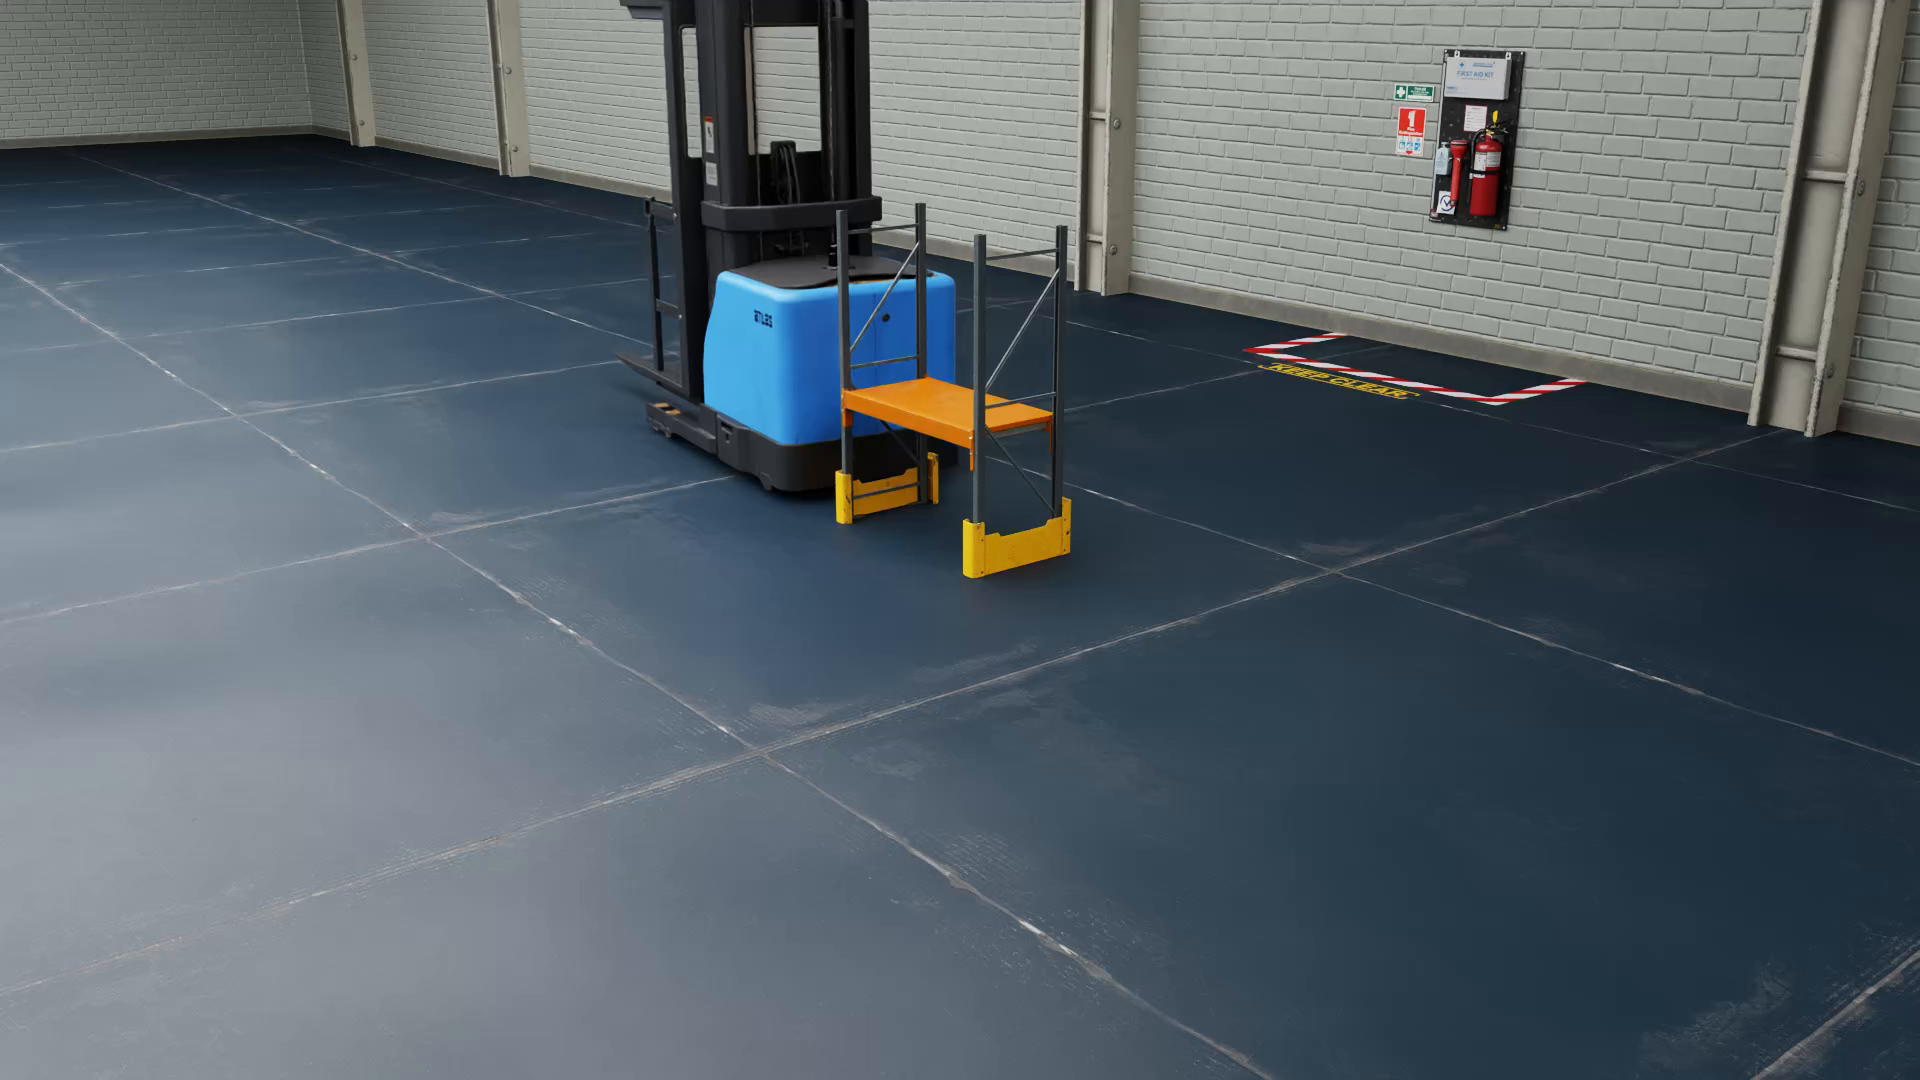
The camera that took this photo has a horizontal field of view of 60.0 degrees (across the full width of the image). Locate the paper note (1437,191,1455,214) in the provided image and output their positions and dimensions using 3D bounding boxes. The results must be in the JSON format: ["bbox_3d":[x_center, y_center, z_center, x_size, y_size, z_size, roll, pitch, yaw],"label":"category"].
[{"bbox_3d":[3.394,-2.354,11.602,0.016,0.148,0.142,-14,23,-36],"label":"paper note"}]

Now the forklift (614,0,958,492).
[{"bbox_3d":[-1.194,-2.048,9.384,1.130,2.935,3.031,-11,21,-29],"label":"forklift"}]

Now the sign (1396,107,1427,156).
[{"bbox_3d":[3.188,-2.889,11.758,0.001,0.329,0.234,-14,23,-36],"label":"sign"}]

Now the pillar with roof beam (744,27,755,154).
[{"bbox_3d":[-5.871,-7.064,14.879,9.100,9.000,0.400,-14,23,-36],"label":"pillar with roof beam"}]

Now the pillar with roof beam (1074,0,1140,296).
[{"bbox_3d":[-2.145,-5.585,10.414,9.100,9.000,0.400,-14,23,-36],"label":"pillar with roof beam"}]

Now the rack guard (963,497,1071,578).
[{"bbox_3d":[0.262,-0.015,7.509,0.587,0.250,0.087,-14,23,-36],"label":"rack guard"}]

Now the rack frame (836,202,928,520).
[{"bbox_3d":[-0.369,-0.858,8.068,0.500,1.500,0.032,-14,23,-36],"label":"rack frame"}]

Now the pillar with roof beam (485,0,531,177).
[{"bbox_3d":[-9.596,-8.542,19.344,9.100,9.000,0.400,-14,23,-36],"label":"pillar with roof beam"}]

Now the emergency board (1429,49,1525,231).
[{"bbox_3d":[3.450,-2.715,11.291,0.194,1.169,0.643,-14,23,-36],"label":"emergency board"}]

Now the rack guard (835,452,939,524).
[{"bbox_3d":[-0.357,-0.260,8.251,0.587,0.250,0.087,-14,23,-36],"label":"rack guard"}]

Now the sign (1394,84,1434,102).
[{"bbox_3d":[3.184,-3.137,11.666,0.001,0.109,0.331,-14,23,-36],"label":"sign"}]

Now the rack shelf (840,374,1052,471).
[{"bbox_3d":[-0.053,-0.562,7.747,0.538,0.185,1.000,-14,23,-36],"label":"rack shelf"}]

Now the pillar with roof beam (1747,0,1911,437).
[{"bbox_3d":[1.580,-4.107,5.949,9.100,9.000,0.400,-14,23,-36],"label":"pillar with roof beam"}]

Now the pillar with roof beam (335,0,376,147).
[{"bbox_3d":[-13.321,-10.021,23.809,9.100,9.000,0.400,-14,23,-36],"label":"pillar with roof beam"}]

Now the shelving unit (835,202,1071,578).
[{"bbox_3d":[-0.047,-0.731,7.683,0.587,1.500,1.083,-14,23,-36],"label":"shelving unit"}]

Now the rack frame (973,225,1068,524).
[{"bbox_3d":[0.263,-0.608,7.312,0.500,1.500,0.032,-14,23,-36],"label":"rack frame"}]
